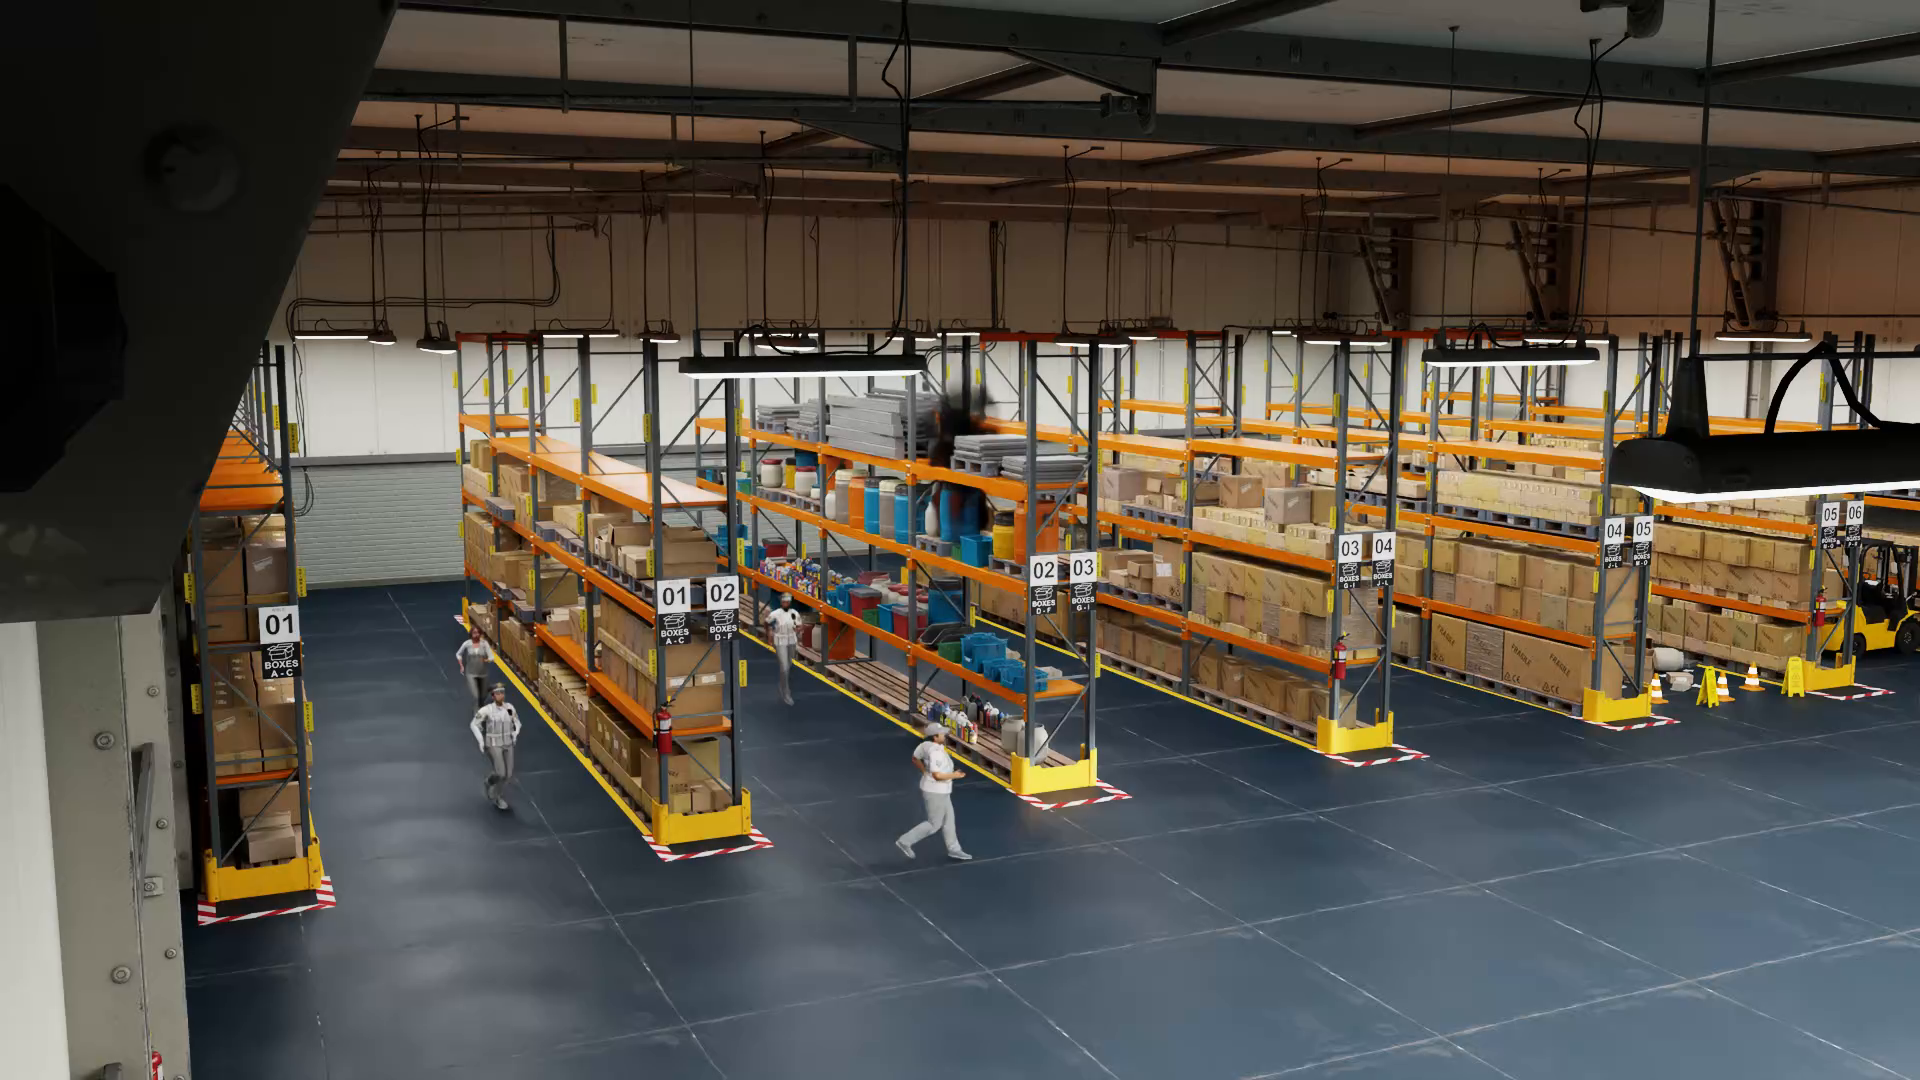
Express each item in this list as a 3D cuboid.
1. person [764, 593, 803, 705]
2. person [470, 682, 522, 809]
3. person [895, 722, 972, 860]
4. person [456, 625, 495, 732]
[{"bbox_3d":[-2.783,1.689,26.500,0.557,1.737,0.798,-4,9,-29],"label":"person"},{"bbox_3d":[-5.900,2.644,21.362,0.615,1.658,0.541,-6,10,-39],"label":"person"},{"bbox_3d":[-0.302,2.925,19.216,0.920,1.647,0.610,-1,8,-9],"label":"person"},{"bbox_3d":[-7.416,2.094,25.517,0.537,1.578,0.893,-4,9,-26],"label":"person"}]
